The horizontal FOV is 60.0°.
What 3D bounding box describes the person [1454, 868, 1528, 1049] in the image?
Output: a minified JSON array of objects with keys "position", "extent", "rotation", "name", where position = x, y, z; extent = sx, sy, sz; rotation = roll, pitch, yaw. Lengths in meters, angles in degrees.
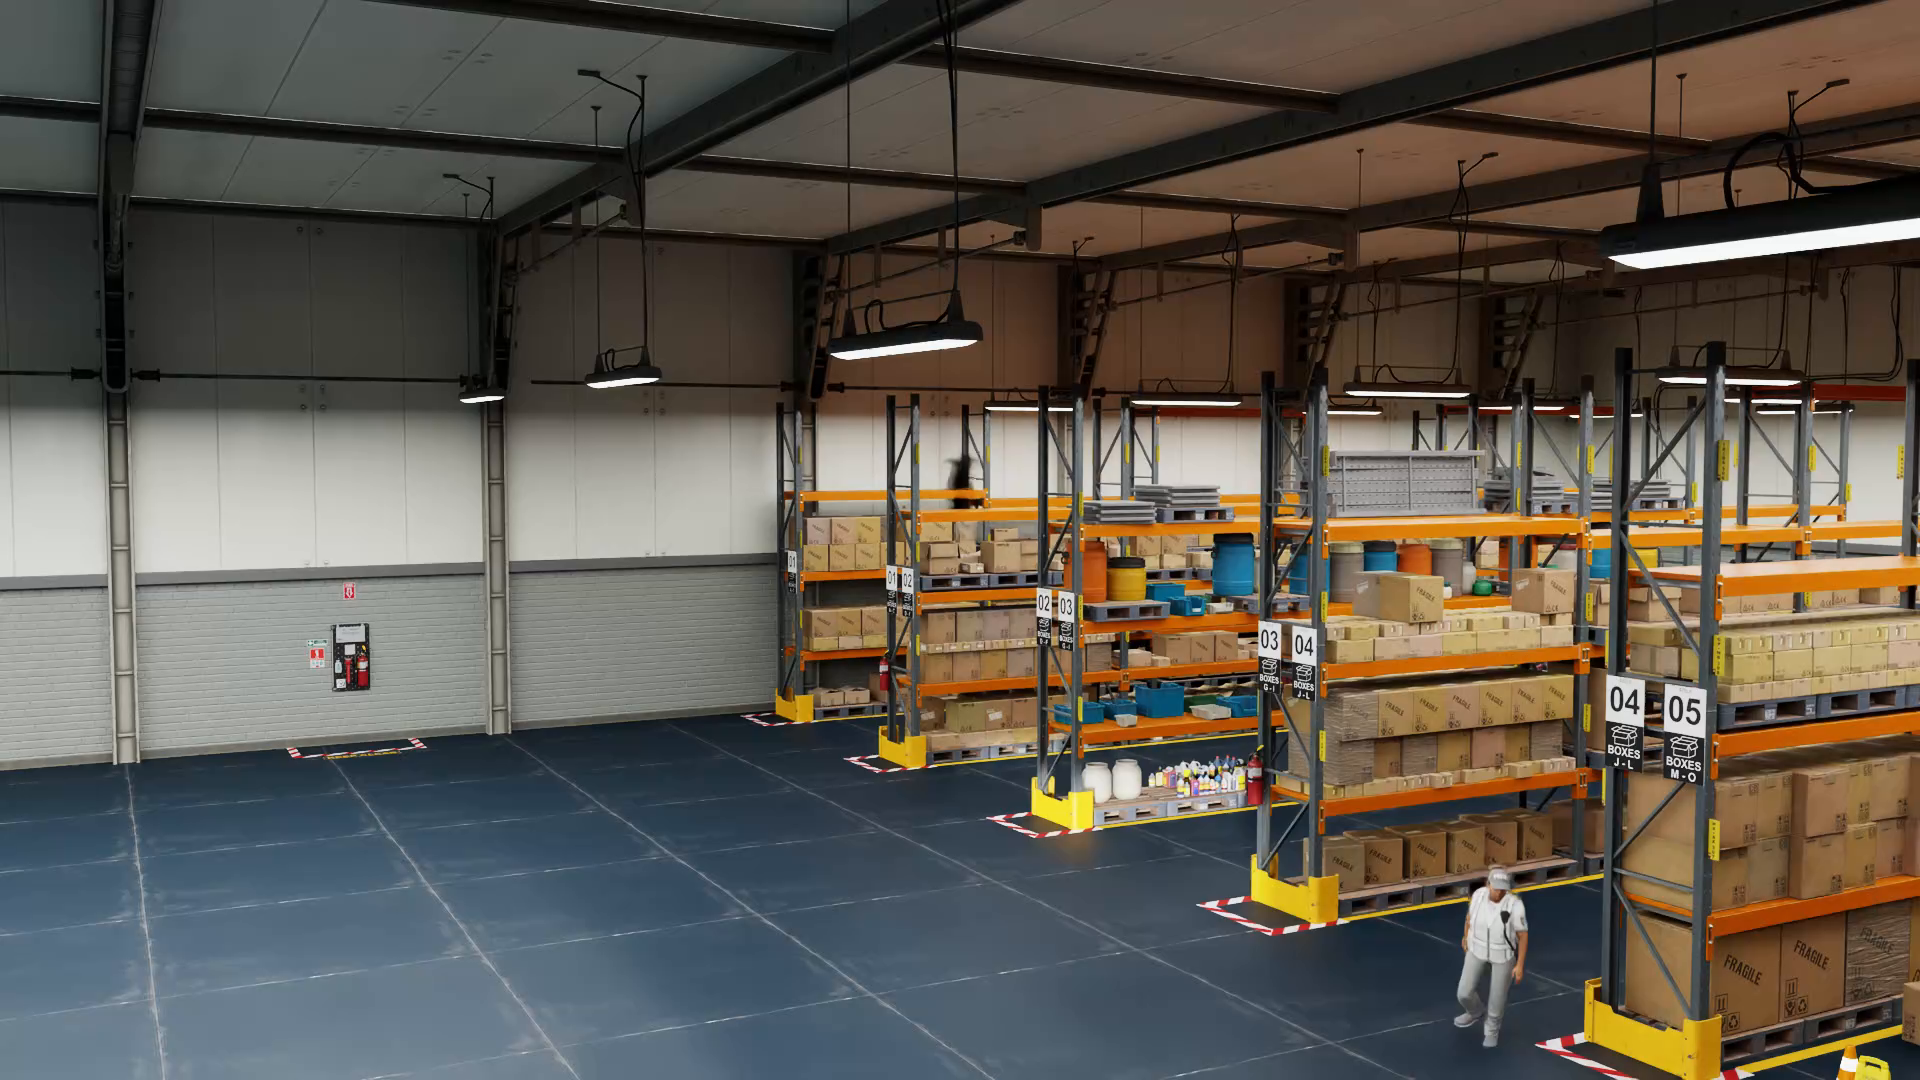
[{"position":[4.521,3.572,14.212],"extent":[0.654,1.632,0.594],"rotation":[2,4,29],"name":"person"}]
